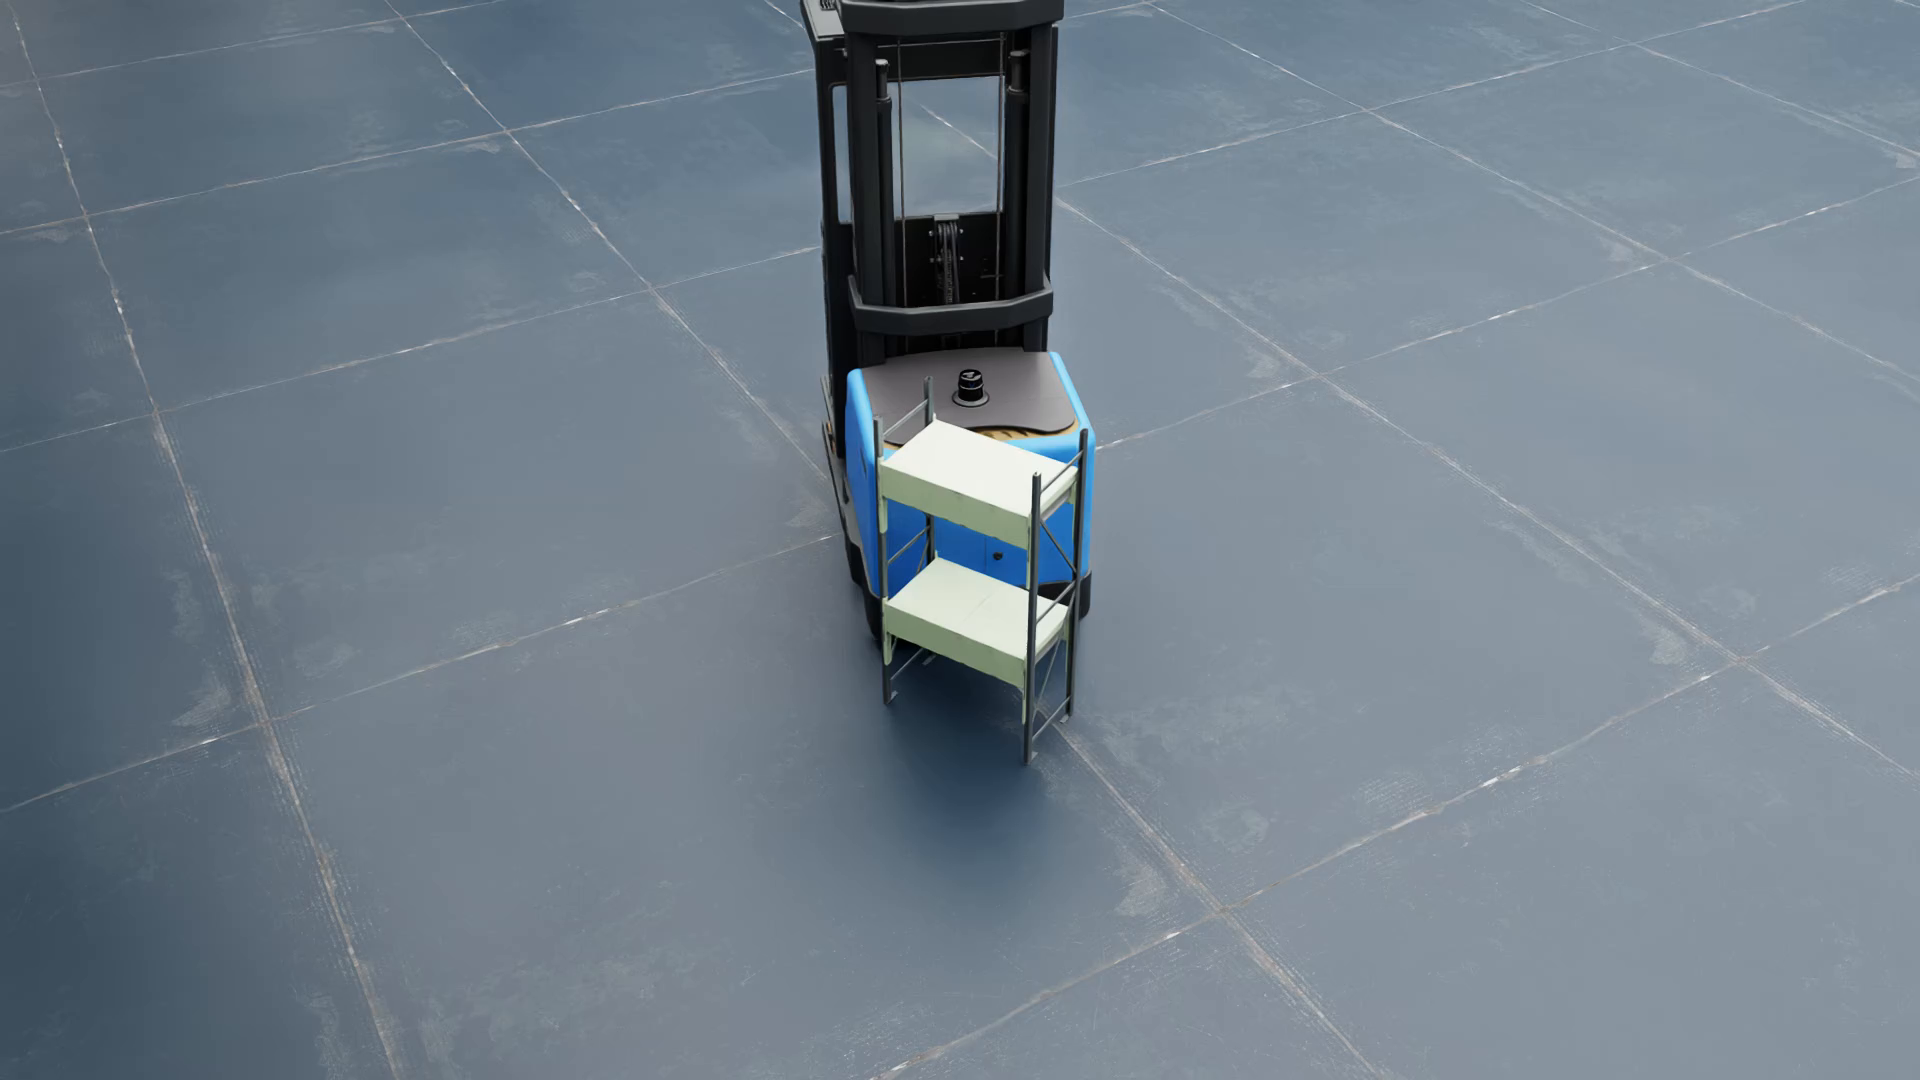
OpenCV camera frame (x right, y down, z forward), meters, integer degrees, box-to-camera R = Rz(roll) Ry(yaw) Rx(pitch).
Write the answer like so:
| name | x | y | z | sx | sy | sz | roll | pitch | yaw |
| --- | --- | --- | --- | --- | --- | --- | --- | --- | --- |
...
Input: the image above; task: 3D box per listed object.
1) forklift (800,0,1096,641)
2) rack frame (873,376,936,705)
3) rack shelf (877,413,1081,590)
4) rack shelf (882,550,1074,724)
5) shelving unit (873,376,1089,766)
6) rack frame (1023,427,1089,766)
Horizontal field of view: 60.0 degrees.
| name | x | y | z | sx | sy | sz | roll | pitch | yaw |
| --- | --- | --- | --- | --- | --- | --- | --- | --- | --- |
| forklift | -0.149 | -1.579 | 8.154 | 1.130 | 2.935 | 3.031 | -6 | 37 | -8 |
| rack frame | -0.228 | 0.032 | 7.163 | 0.023 | 1.500 | 0.400 | 21 | 41 | 26 |
| rack shelf | 0.081 | -0.167 | 6.773 | 0.720 | 0.370 | 0.431 | 21 | 41 | 26 |
| rack shelf | 0.081 | 0.411 | 7.196 | 0.720 | 0.370 | 0.431 | 21 | 41 | 26 |
| shelving unit | 0.081 | 0.148 | 7.003 | 0.755 | 1.500 | 0.431 | 21 | 41 | 26 |
| rack frame | 0.389 | 0.264 | 6.844 | 0.023 | 1.500 | 0.400 | 21 | 41 | 26 |
